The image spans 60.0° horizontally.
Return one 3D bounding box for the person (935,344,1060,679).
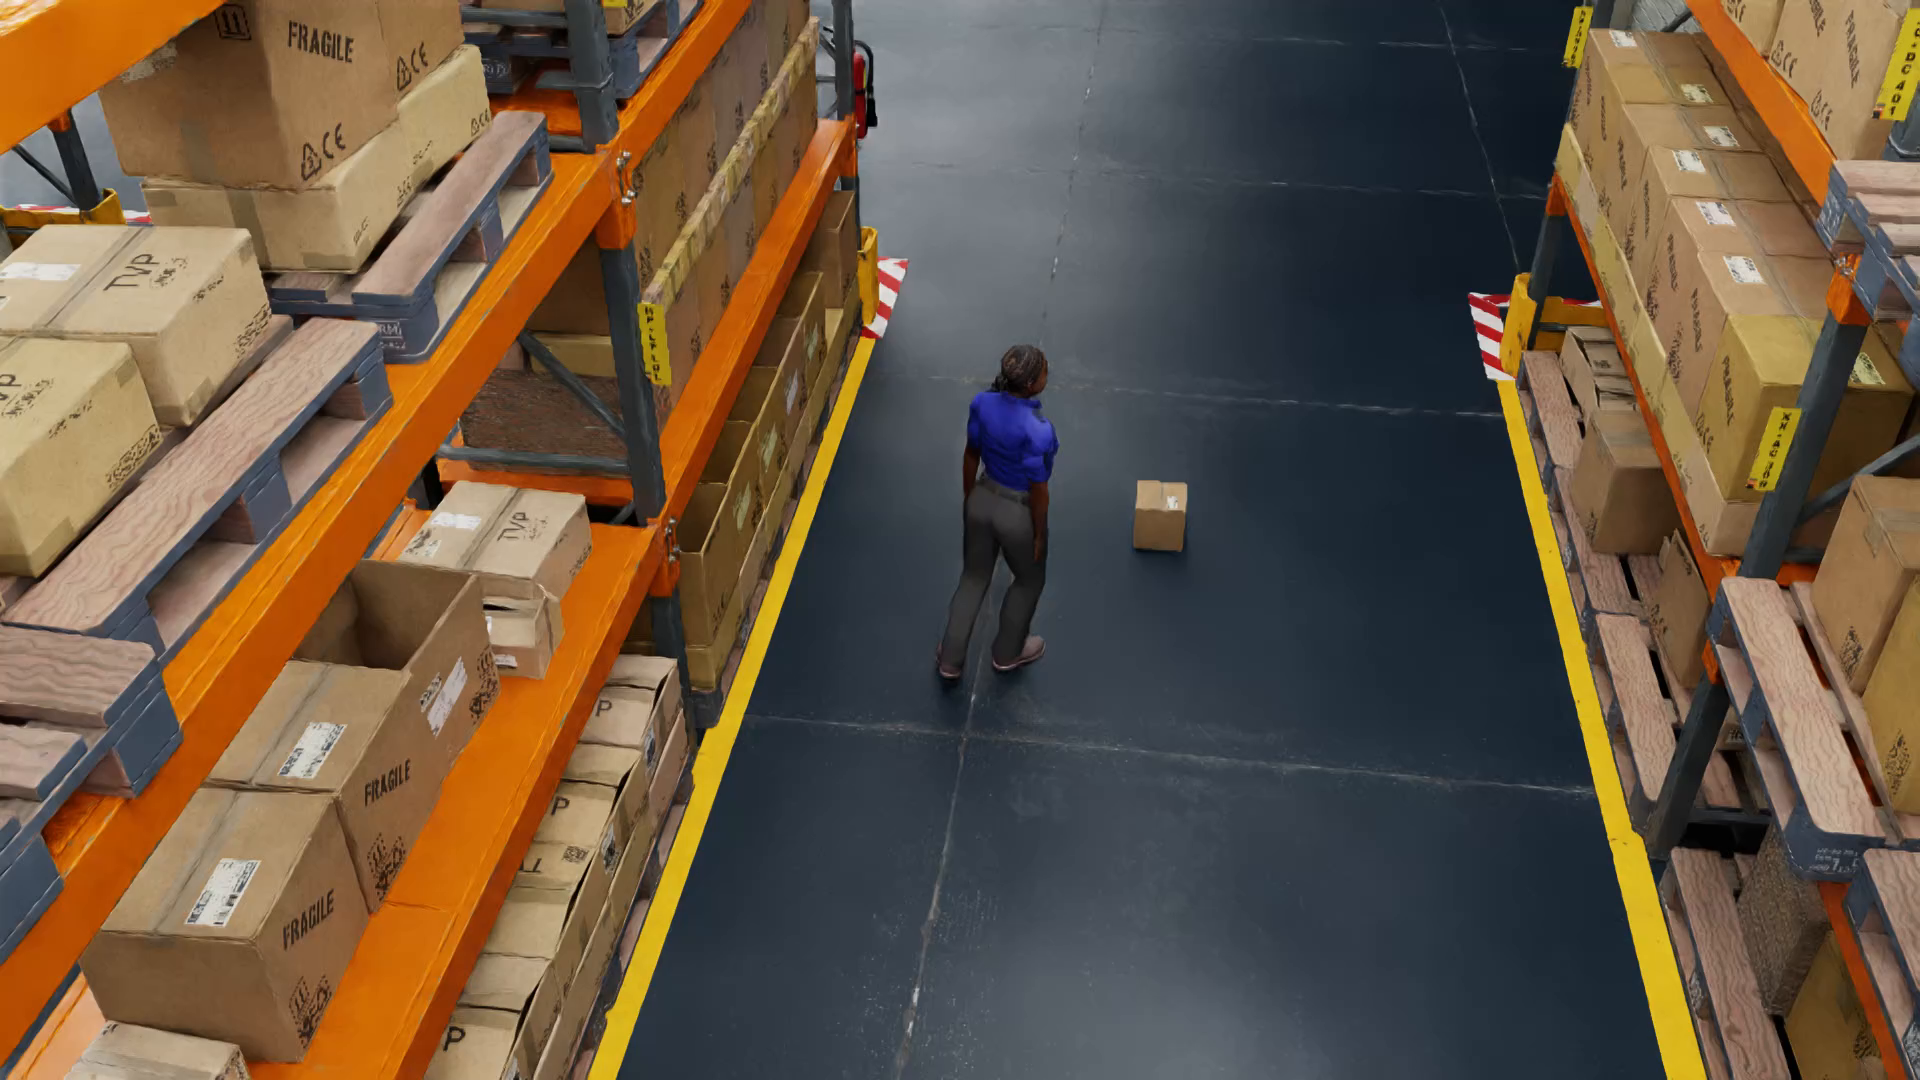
[{"bbox_3d":[0.151,-0.089,7.165,0.499,1.648,0.537,26,44,31],"label":"person"}]
